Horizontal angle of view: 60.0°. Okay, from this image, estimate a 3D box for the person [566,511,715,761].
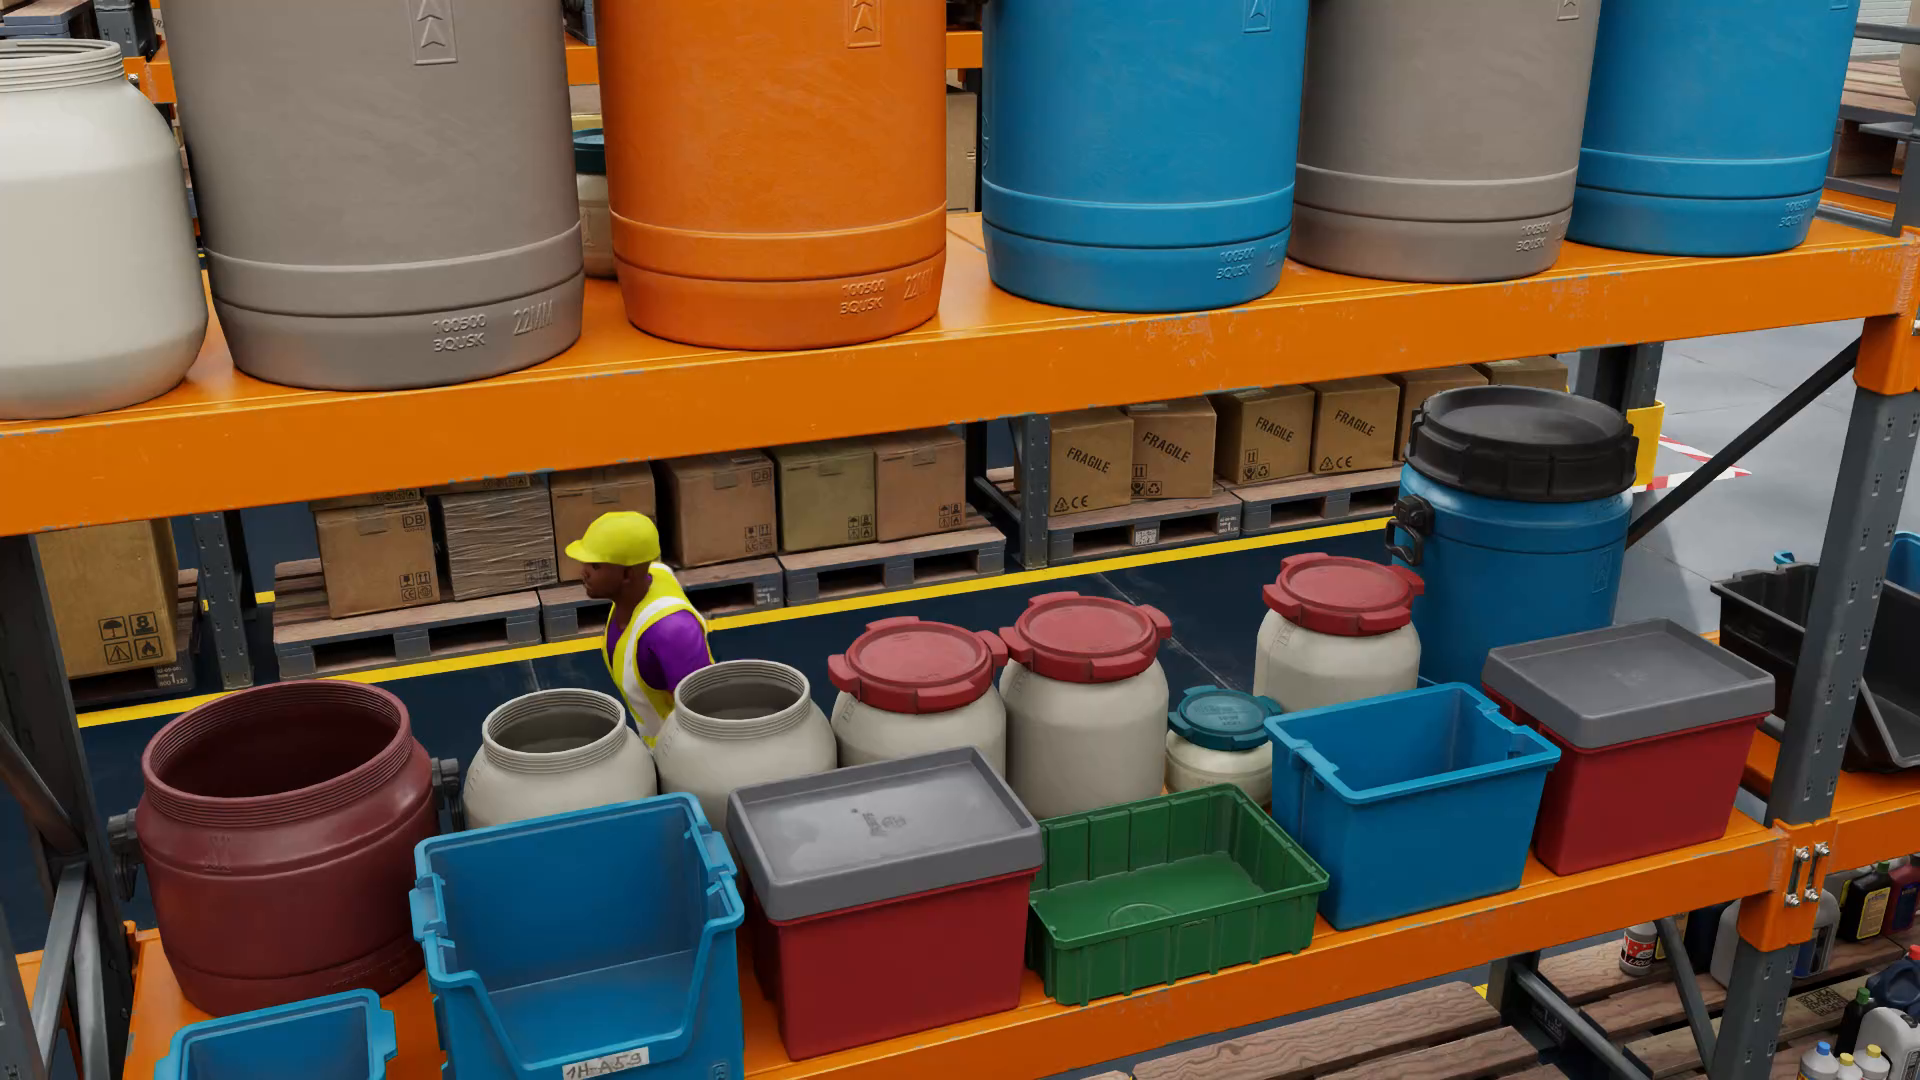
[{"bbox_3d":[-0.927,0.671,5.529,0.635,1.691,0.725,-10,25,-23],"label":"person"}]
